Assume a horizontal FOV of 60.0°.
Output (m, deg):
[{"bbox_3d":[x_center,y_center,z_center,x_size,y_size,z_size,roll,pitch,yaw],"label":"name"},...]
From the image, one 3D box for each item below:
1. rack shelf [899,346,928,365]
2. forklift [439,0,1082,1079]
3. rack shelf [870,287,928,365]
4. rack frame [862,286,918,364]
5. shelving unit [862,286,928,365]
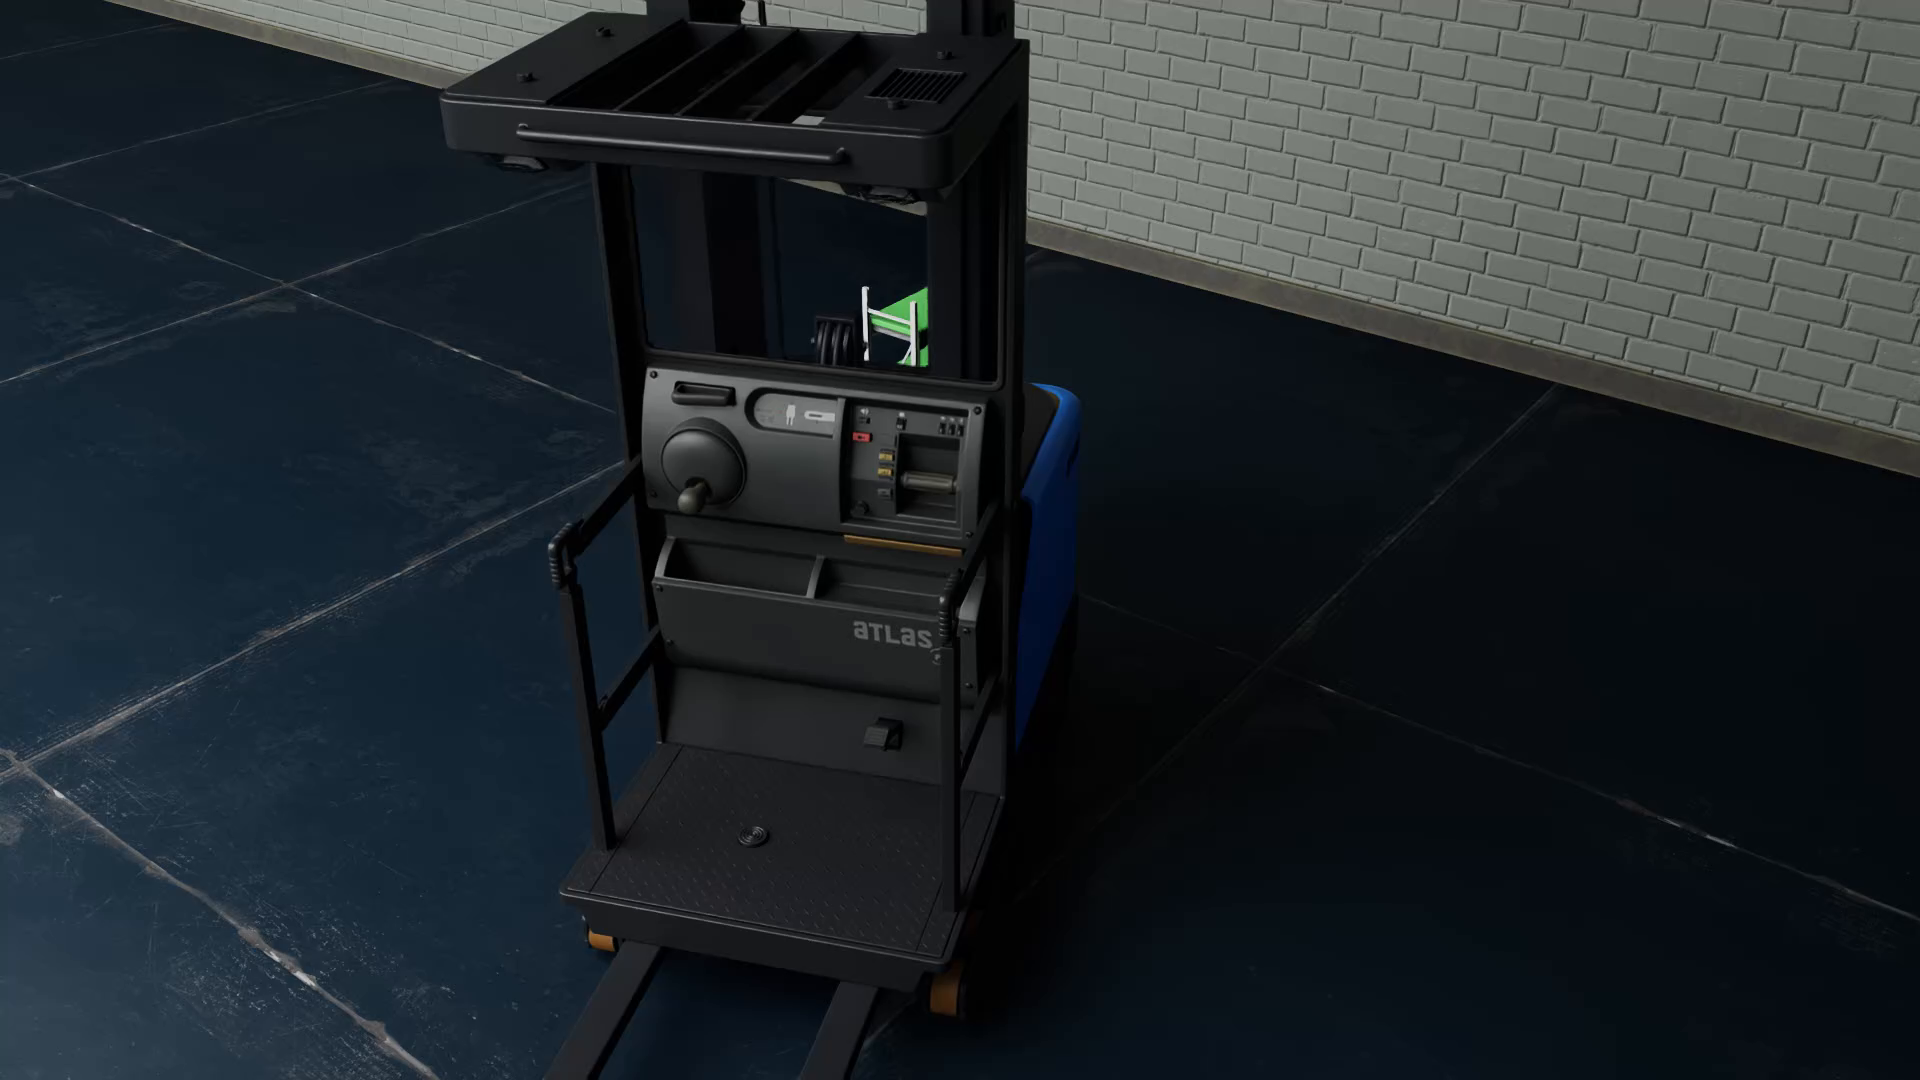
[{"bbox_3d":[-0.100,-0.600,6.241,0.258,0.148,0.480,21,37,31],"label":"rack shelf"},{"bbox_3d":[-0.440,-0.176,4.172,1.130,2.935,3.031,7,31,12],"label":"forklift"},{"bbox_3d":[-0.100,-0.807,6.118,0.258,0.148,0.480,21,37,31],"label":"rack shelf"},{"bbox_3d":[-0.247,-0.350,6.163,0.240,1.200,0.015,21,37,31],"label":"rack frame"},{"bbox_3d":[-0.100,-0.449,6.331,0.258,1.200,0.503,21,37,31],"label":"shelving unit"}]
